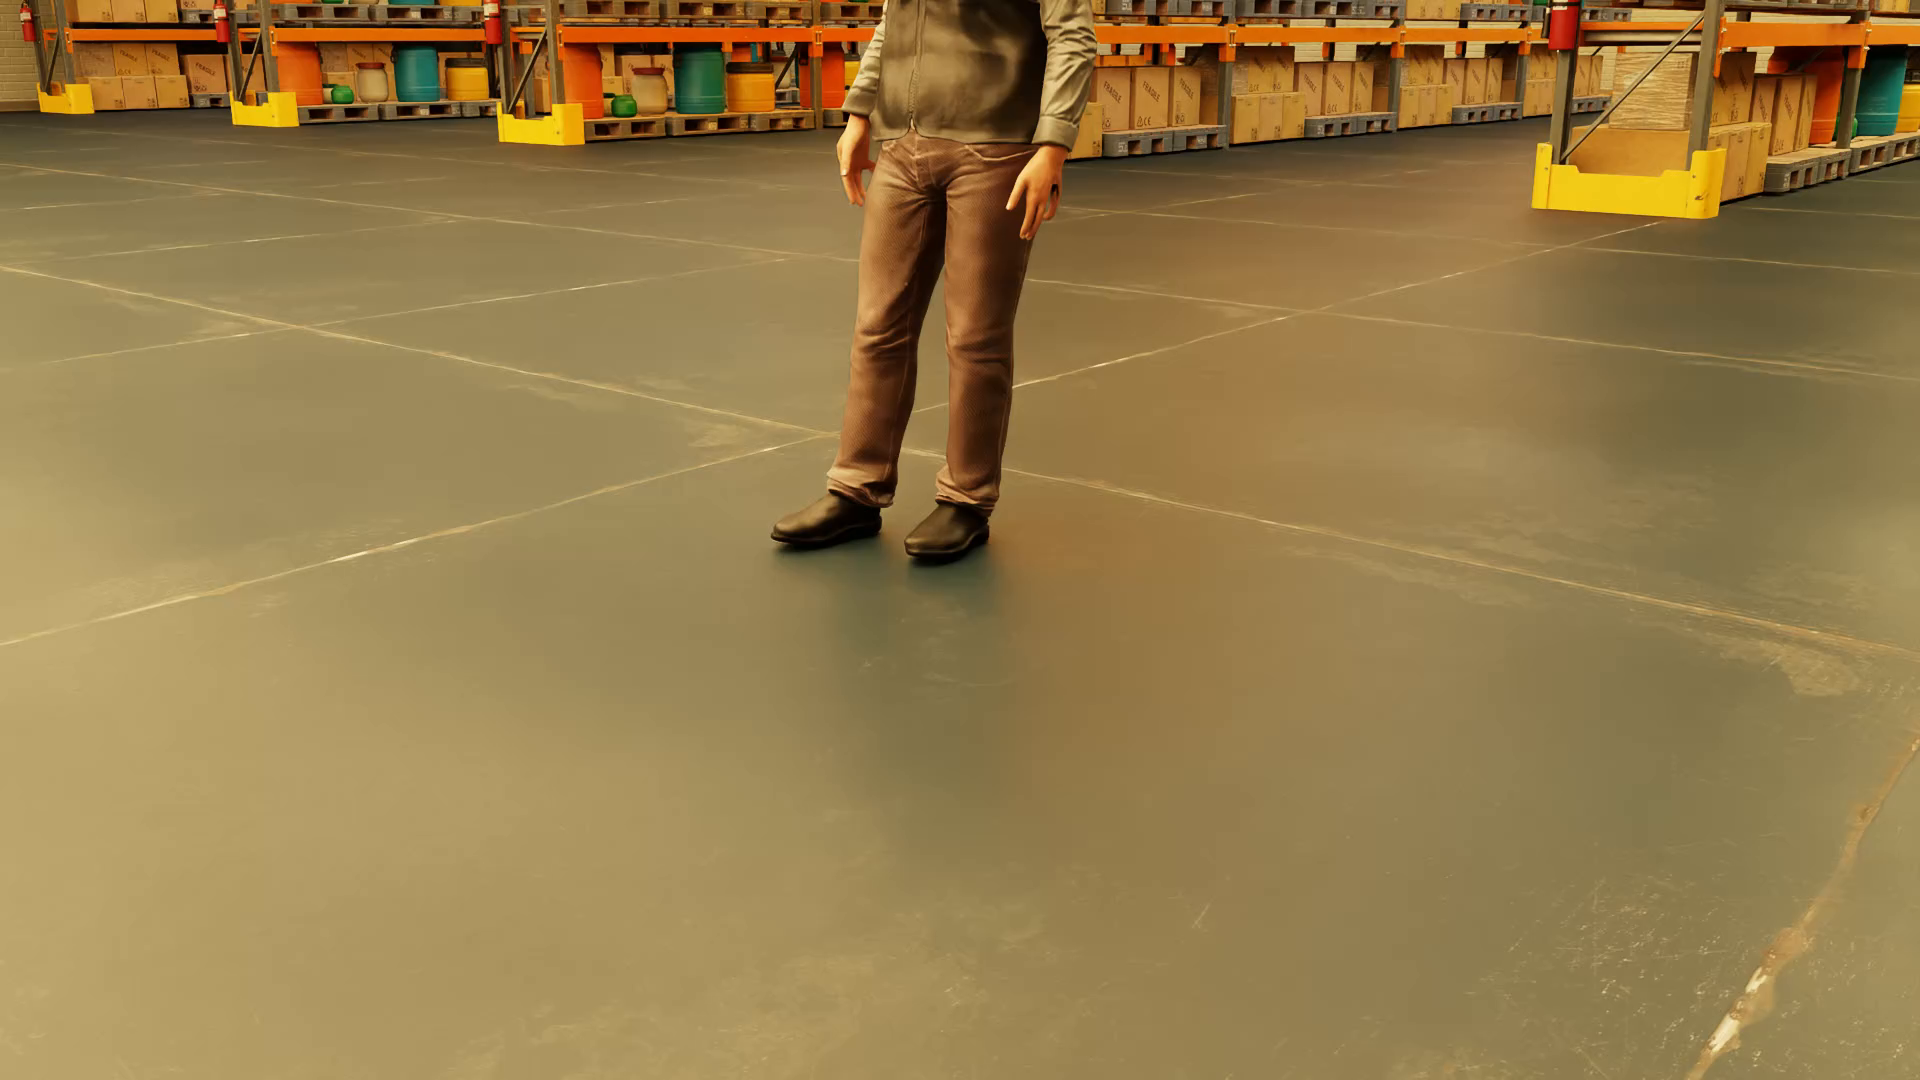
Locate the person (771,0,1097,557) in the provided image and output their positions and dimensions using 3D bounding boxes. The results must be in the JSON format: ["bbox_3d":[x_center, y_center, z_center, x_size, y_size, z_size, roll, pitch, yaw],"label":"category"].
[{"bbox_3d":[-0.046,-0.818,3.648,0.634,1.722,0.566,13,21,37],"label":"person"}]
